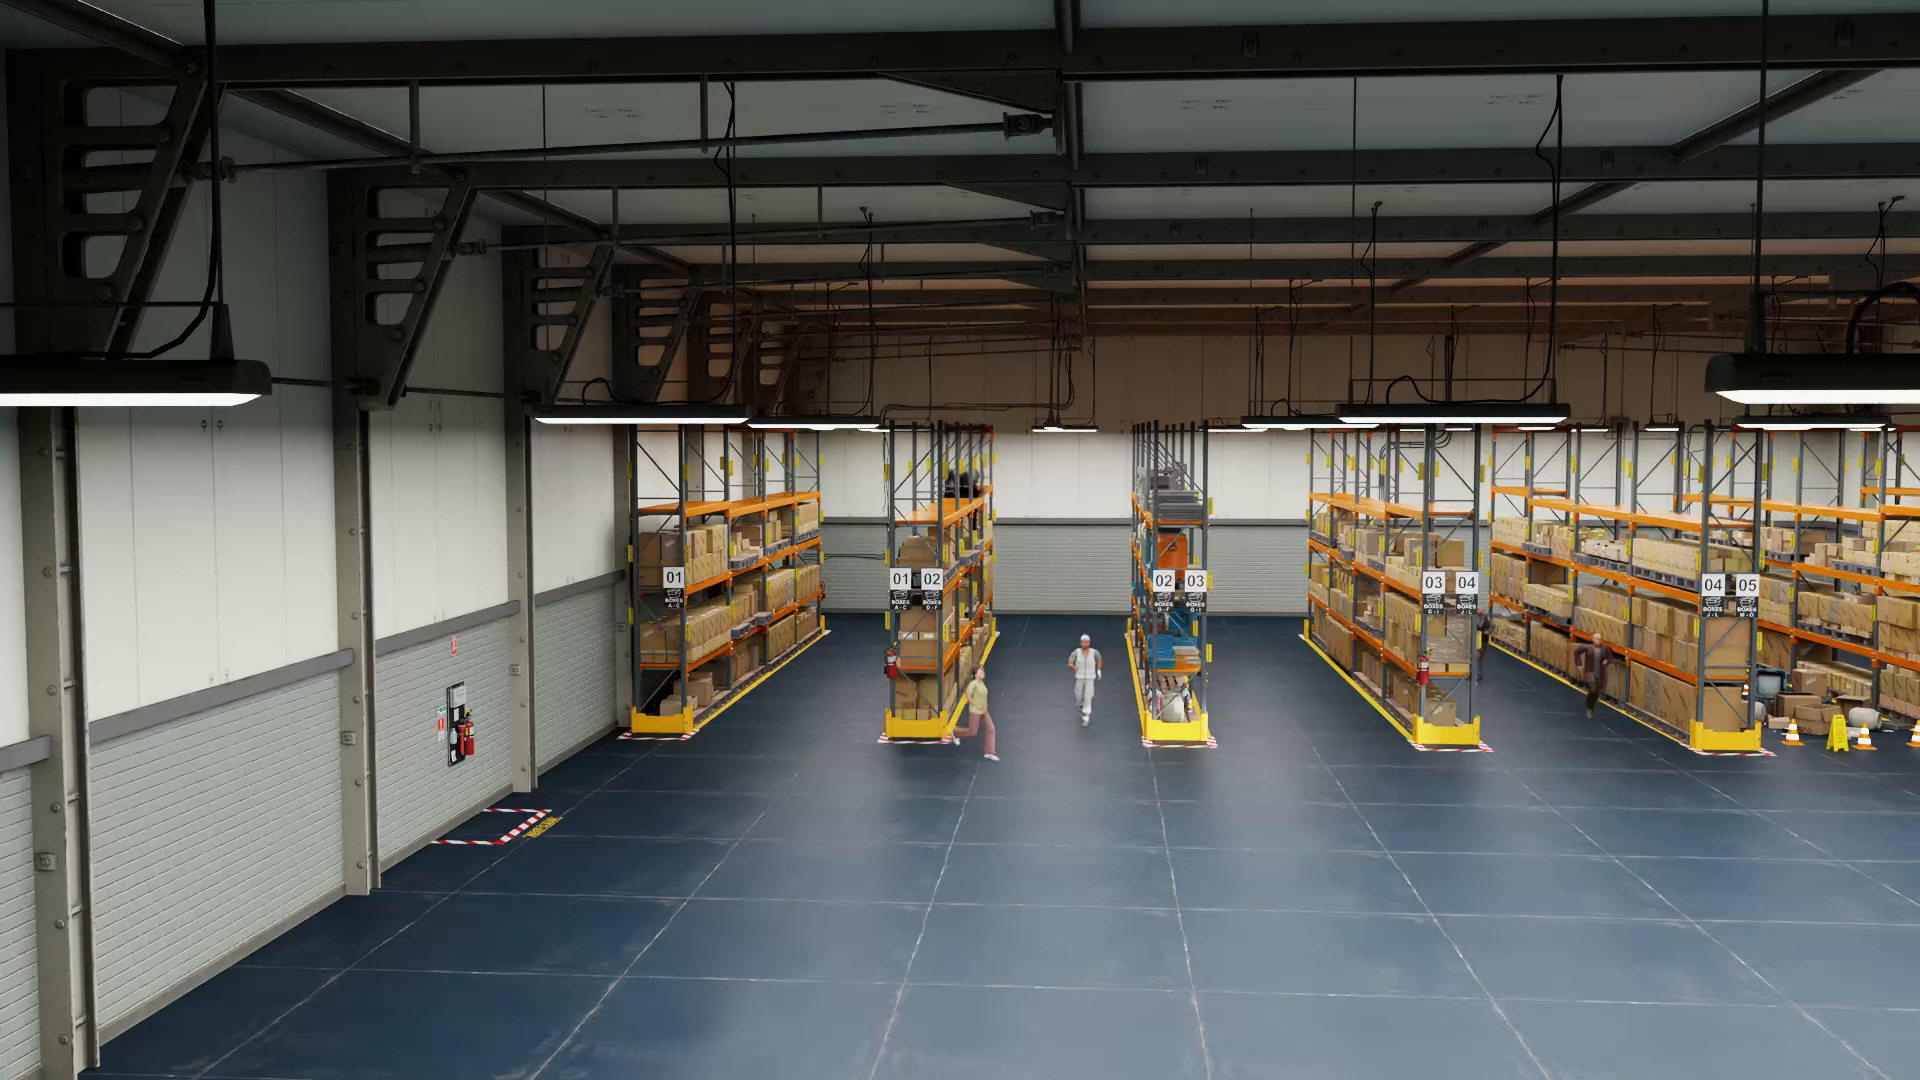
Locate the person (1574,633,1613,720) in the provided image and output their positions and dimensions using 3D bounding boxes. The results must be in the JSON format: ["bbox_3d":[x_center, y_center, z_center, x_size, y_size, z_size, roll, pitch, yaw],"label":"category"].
[{"bbox_3d":[12.732,2.734,33.392,0.656,1.757,0.879,0,4,-1],"label":"person"}]

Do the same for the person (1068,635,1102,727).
[{"bbox_3d":[2.457,2.743,32.762,0.668,1.770,0.908,0,4,6],"label":"person"}]

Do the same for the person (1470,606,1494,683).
[{"bbox_3d":[12.162,2.411,38.907,0.622,1.752,1.083,0,4,-3],"label":"person"}]

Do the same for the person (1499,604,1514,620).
[{"bbox_3d":[15.742,1.943,47.522,0.642,1.591,0.786,3,4,36],"label":"person"}]

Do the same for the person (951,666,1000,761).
[{"bbox_3d":[0.284,3.059,29.487,1.008,1.652,0.559,3,5,38],"label":"person"}]
